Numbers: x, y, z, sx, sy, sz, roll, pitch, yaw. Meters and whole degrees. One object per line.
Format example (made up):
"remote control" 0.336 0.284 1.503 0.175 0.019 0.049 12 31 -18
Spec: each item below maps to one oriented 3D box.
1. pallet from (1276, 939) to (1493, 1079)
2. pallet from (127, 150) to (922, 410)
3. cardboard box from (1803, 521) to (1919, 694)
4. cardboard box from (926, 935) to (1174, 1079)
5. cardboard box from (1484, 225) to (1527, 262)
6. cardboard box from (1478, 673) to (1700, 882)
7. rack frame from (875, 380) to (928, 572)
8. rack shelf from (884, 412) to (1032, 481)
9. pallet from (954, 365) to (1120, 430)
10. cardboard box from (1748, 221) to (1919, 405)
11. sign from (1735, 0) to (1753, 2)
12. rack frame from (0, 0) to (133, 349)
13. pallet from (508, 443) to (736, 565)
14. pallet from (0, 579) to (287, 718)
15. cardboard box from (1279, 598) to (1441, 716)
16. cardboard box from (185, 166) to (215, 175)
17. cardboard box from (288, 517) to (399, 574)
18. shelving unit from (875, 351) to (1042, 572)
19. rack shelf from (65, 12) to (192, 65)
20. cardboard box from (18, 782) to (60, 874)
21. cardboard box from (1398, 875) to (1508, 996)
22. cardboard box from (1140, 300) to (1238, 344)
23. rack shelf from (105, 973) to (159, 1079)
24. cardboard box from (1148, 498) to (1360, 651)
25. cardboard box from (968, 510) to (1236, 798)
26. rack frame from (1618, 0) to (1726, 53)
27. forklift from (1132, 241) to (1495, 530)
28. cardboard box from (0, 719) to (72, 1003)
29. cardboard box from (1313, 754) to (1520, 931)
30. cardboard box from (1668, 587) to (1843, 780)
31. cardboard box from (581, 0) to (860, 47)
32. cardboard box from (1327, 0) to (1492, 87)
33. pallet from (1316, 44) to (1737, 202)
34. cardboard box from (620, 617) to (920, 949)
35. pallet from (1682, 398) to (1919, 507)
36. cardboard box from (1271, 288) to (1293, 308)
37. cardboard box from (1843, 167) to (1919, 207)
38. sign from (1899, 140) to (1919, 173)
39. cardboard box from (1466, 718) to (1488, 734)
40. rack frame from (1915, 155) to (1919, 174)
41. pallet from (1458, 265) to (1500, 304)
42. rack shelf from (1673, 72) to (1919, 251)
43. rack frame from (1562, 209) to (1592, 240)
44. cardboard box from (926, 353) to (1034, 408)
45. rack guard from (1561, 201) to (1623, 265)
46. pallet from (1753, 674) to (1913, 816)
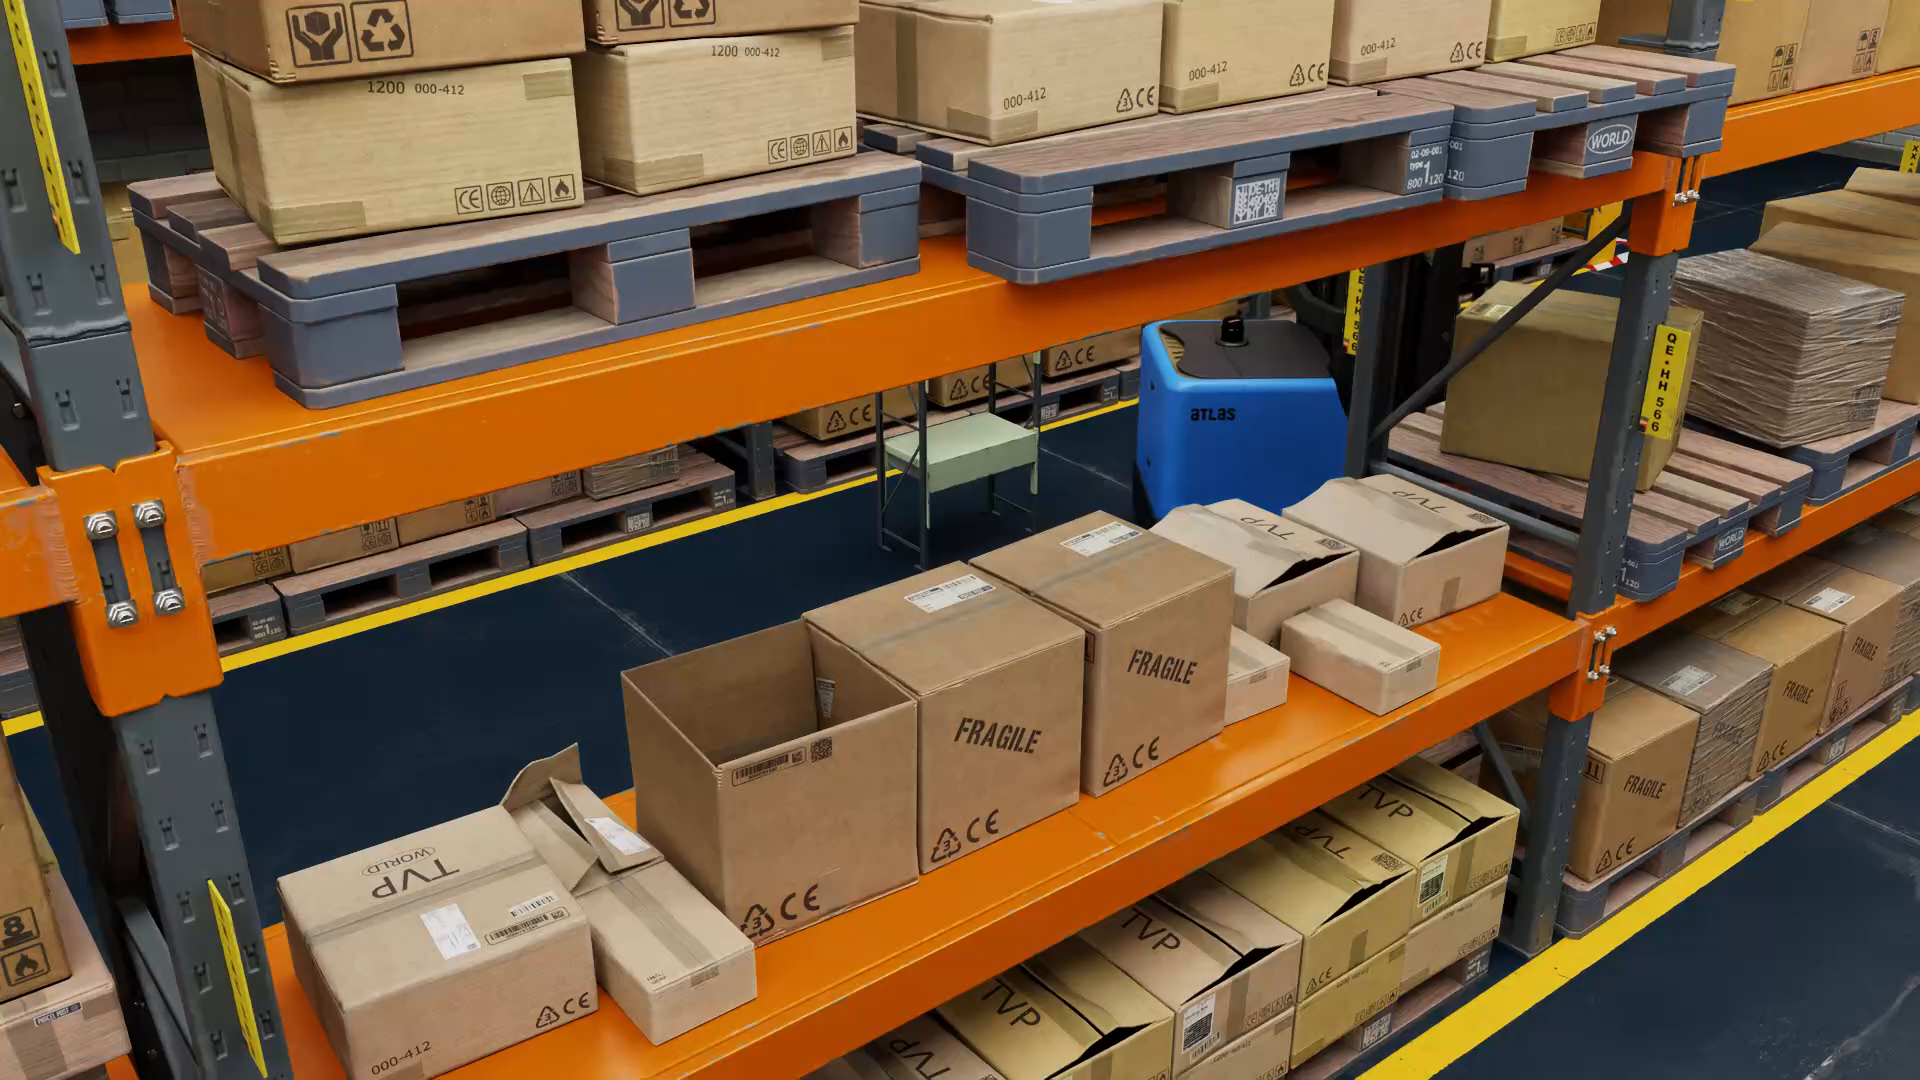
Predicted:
"pallet" 1.008 1.357 5.575 1.213 0.211 1.003 -18 31 -34
"pallet" -0.781 -0.577 3.094 1.217 0.209 0.805 -20 31 -36
"cardboard box" 3.827 0.265 7.062 0.500 0.500 0.500 -18 30 -33
"cardboard box" 0.220 1.308 4.469 0.500 0.311 0.500 -17 30 -33
"cardboard box" 4.033 -2.539 13.127 0.500 0.500 0.700 -18 31 -34
"cardboard box" 2.215 0.802 5.905 0.500 0.500 0.500 -17 30 -32
"rack frame" -0.293 -0.583 8.226 0.023 1.500 0.400 -18 31 -34
"rack shelf" -0.005 -0.472 8.527 0.686 0.124 0.368 -18 31 -34
"pallet" 0.247 -0.979 10.608 1.213 0.211 1.003 -18 31 -34
"cardboard box" 3.476 -0.904 6.518 0.700 0.500 0.500 18 30 33
"sign" 2.016 -1.554 4.263 0.005 0.325 0.100 -18 31 -34
"rack frame" -1.468 -1.791 1.919 0.127 3.000 1.000 -18 31 -34
"pallet" -1.995 -0.281 9.106 1.213 0.211 1.003 -18 31 -34
"pallet" -3.915 0.352 7.740 1.213 0.211 1.003 -18 31 -34
"cardboard box" 1.143 0.330 4.773 0.250 0.149 0.380 -18 31 -34
"cardboard box" -3.163 -1.400 7.561 0.500 0.500 0.700 -14 28 -27
"cardboard box" -3.156 -0.242 8.155 0.500 0.500 0.700 -18 30 -33
"shelving unit" -0.005 -0.679 8.431 0.755 1.500 0.431 -18 31 -34
"rack shelf" -2.953 -2.264 7.355 4.000 0.370 1.077 -18 31 -34
"cardboard box" -1.799 0.596 3.012 0.250 0.149 0.380 -18 31 -34
"cardboard box" 1.417 1.165 5.443 0.500 0.250 0.500 -17 30 -33
"cardboard box" 1.337 -1.791 11.101 0.750 0.750 0.750 -18 30 -33
"rack shelf" -3.041 1.776 2.214 4.000 0.370 1.077 -18 31 -34
"cardboard box" 0.857 0.100 5.077 0.500 0.311 0.500 -19 31 -35
"cardboard box" 0.370 0.287 4.449 0.500 0.500 0.500 -20 32 -37
"rack frame" 1.680 -2.830 4.158 0.127 3.000 1.000 -18 31 -34
"forklift" 2.461 -1.292 8.129 3.031 2.867 1.129 -1 25 -2
"cardboard box" -1.813 0.414 2.635 0.500 0.500 0.700 -18 30 -34
"cardboard box" 1.420 0.911 5.325 0.500 0.311 0.500 -17 30 -33
"cardboard box" 3.021 0.536 6.480 0.500 0.500 0.500 -19 31 -35
"cardboard box" -0.524 -1.196 2.988 0.500 0.500 0.500 -15 29 -29
"cardboard box" 0.957 -1.313 4.132 0.500 0.250 0.500 -17 30 -33
"pallet" 1.201 -1.178 4.386 1.003 0.211 1.213 -17 30 -32
"cardboard box" -0.439 0.554 3.874 0.500 0.500 0.500 -16 29 -30
"pallet" 3.208 -0.528 6.553 1.213 0.211 1.003 -18 31 -34
"cardboard box" 2.420 -2.005 11.977 0.500 0.500 0.700 -18 30 -33
"cardboard box" 4.317 -1.335 7.445 0.700 0.500 0.500 15 29 29
"sign" 4.487 -1.718 7.861 0.005 0.325 0.100 -18 31 -34
"cardboard box" 2.271 0.505 6.546 0.500 0.500 0.500 -17 30 -32
"rack frame" 4.828 -1.148 7.660 0.127 3.000 1.000 -18 31 -34
"pallet" 3.376 -2.013 12.837 1.213 0.211 1.003 -18 31 -34
"rack shelf" 3.254 -1.663 6.061 4.000 0.370 1.077 -18 31 -34
"rack frame" 4.916 -3.827 13.433 0.127 3.000 1.000 -18 31 -34
"cardboard box" -0.027 -1.337 10.123 0.750 0.750 0.750 -18 31 -34
"rack guard" 4.935 -2.699 13.972 0.348 0.500 1.175 -18 31 -34
"pallet" 3.250 0.660 7.078 1.213 0.211 1.003 -18 31 -34
